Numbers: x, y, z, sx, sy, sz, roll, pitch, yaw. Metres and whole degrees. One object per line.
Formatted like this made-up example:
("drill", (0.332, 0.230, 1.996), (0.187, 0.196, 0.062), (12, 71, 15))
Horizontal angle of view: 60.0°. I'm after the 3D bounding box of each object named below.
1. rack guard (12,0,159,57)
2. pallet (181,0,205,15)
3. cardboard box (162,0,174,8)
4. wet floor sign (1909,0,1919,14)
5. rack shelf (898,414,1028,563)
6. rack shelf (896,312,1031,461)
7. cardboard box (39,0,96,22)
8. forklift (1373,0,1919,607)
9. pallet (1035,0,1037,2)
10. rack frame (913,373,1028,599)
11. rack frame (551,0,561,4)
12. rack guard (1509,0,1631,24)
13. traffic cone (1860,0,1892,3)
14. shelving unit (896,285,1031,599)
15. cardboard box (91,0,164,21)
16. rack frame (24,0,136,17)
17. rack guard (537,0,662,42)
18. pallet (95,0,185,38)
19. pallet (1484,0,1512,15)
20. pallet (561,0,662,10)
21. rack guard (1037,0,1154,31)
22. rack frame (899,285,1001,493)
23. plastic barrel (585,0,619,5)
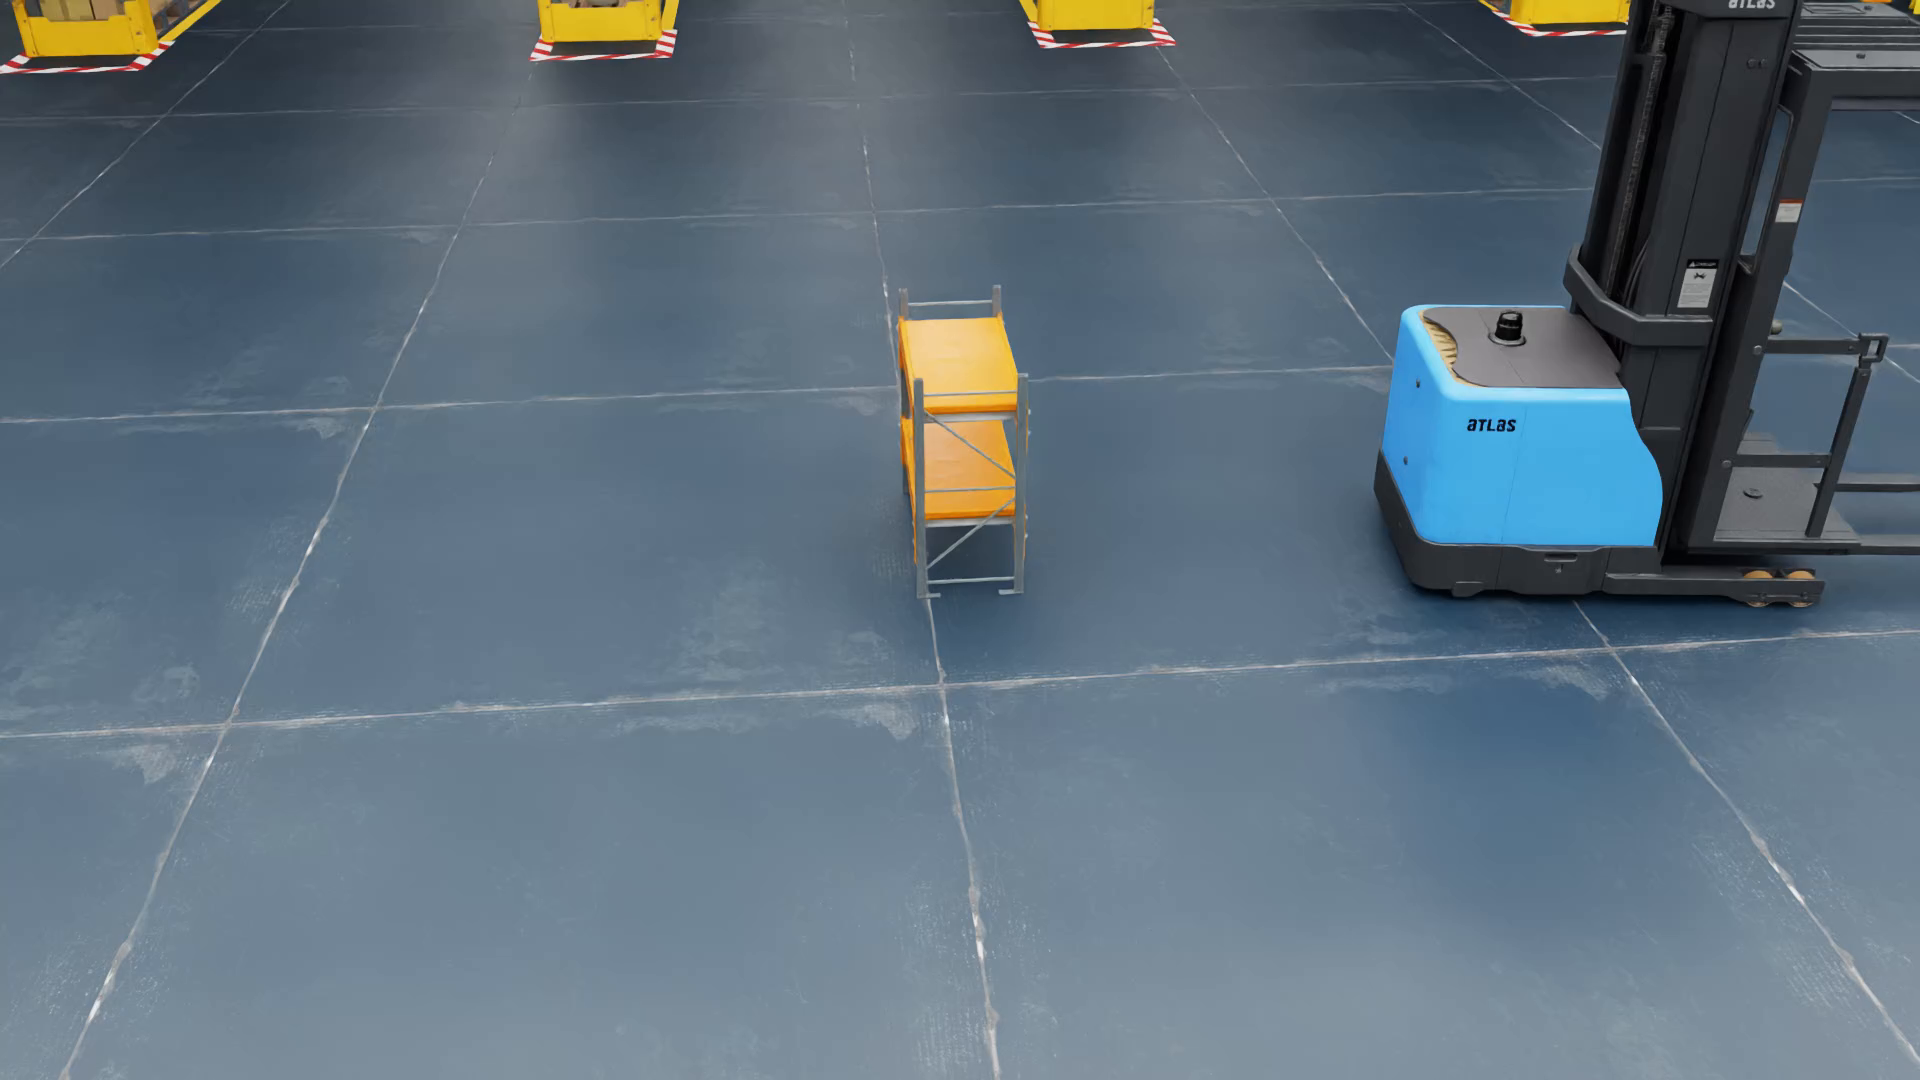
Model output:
("rack guard", (-8.467, -4.993, 16.122), (1.175, 0.500, 0.348), (-3, 31, -5))
("pallet", (-8.693, -5.891, 17.907), (1.003, 0.211, 1.213), (-3, 31, -5))
("cardboard box", (-8.348, -5.618, 17.002), (0.500, 0.250, 0.500), (-3, 31, -5))
("wet floor sign", (10.213, -5.867, 17.443), (0.267, 0.644, 0.232), (8, 32, 13))
("rack shelf", (-0.001, -0.276, 8.093), (0.538, 0.278, 1.000), (-3, 31, -5))
("rack shelf", (-0.001, -0.738, 7.817), (0.538, 0.278, 1.000), (-3, 31, -5))
("cardboard box", (-8.814, -5.338, 16.534), (0.500, 0.250, 0.500), (-3, 31, -5))
("forklift", (3.630, -1.223, 7.439), (3.031, 2.935, 1.130), (1, 31, 1))
("pallet", (1.346, -5.809, 17.770), (1.003, 0.211, 1.213), (-3, 31, -5))
("rack frame", (0.047, -0.227, 7.533), (0.500, 1.125, 0.032), (-3, 31, -5))
("rack frame", (-3.537, -6.314, 15.896), (1.000, 3.000, 0.127), (-3, 31, -5))
("rack guard", (6.344, -5.652, 17.225), (1.175, 0.500, 0.348), (-3, 31, -5))
("traffic cone", (9.936, -6.095, 18.003), (0.336, 0.463, 0.334), (-3, 31, -5))
("shelving unit", (-0.001, -0.486, 7.967), (0.538, 1.125, 1.048), (-3, 31, -5))
("cardboard box", (-8.298, -5.363, 16.575), (0.500, 0.250, 0.500), (-3, 31, -5))
("rack frame", (-8.469, -6.079, 15.502), (1.000, 3.000, 0.127), (-3, 31, -5))
("rack guard", (-3.591, -5.277, 16.598), (1.175, 0.500, 0.348), (-3, 31, -5))
("pallet", (-8.583, -5.270, 16.867), (1.003, 0.211, 1.213), (-3, 31, -5))
("pallet", (6.189, -5.945, 17.997), (1.003, 0.211, 1.213), (-3, 31, -5))
("pallet", (-3.662, -5.568, 17.367), (1.003, 0.211, 1.213), (-3, 31, -5))
("rack guard", (1.387, -5.517, 16.999), (1.175, 0.500, 0.348), (-3, 31, -5))
("rack frame", (-0.048, -0.746, 8.402), (0.500, 1.125, 0.032), (-3, 31, -5))
("plastic barrel", (-3.675, -5.759, 16.982), (0.421, 0.512, 0.421), (0, 31, 0))
